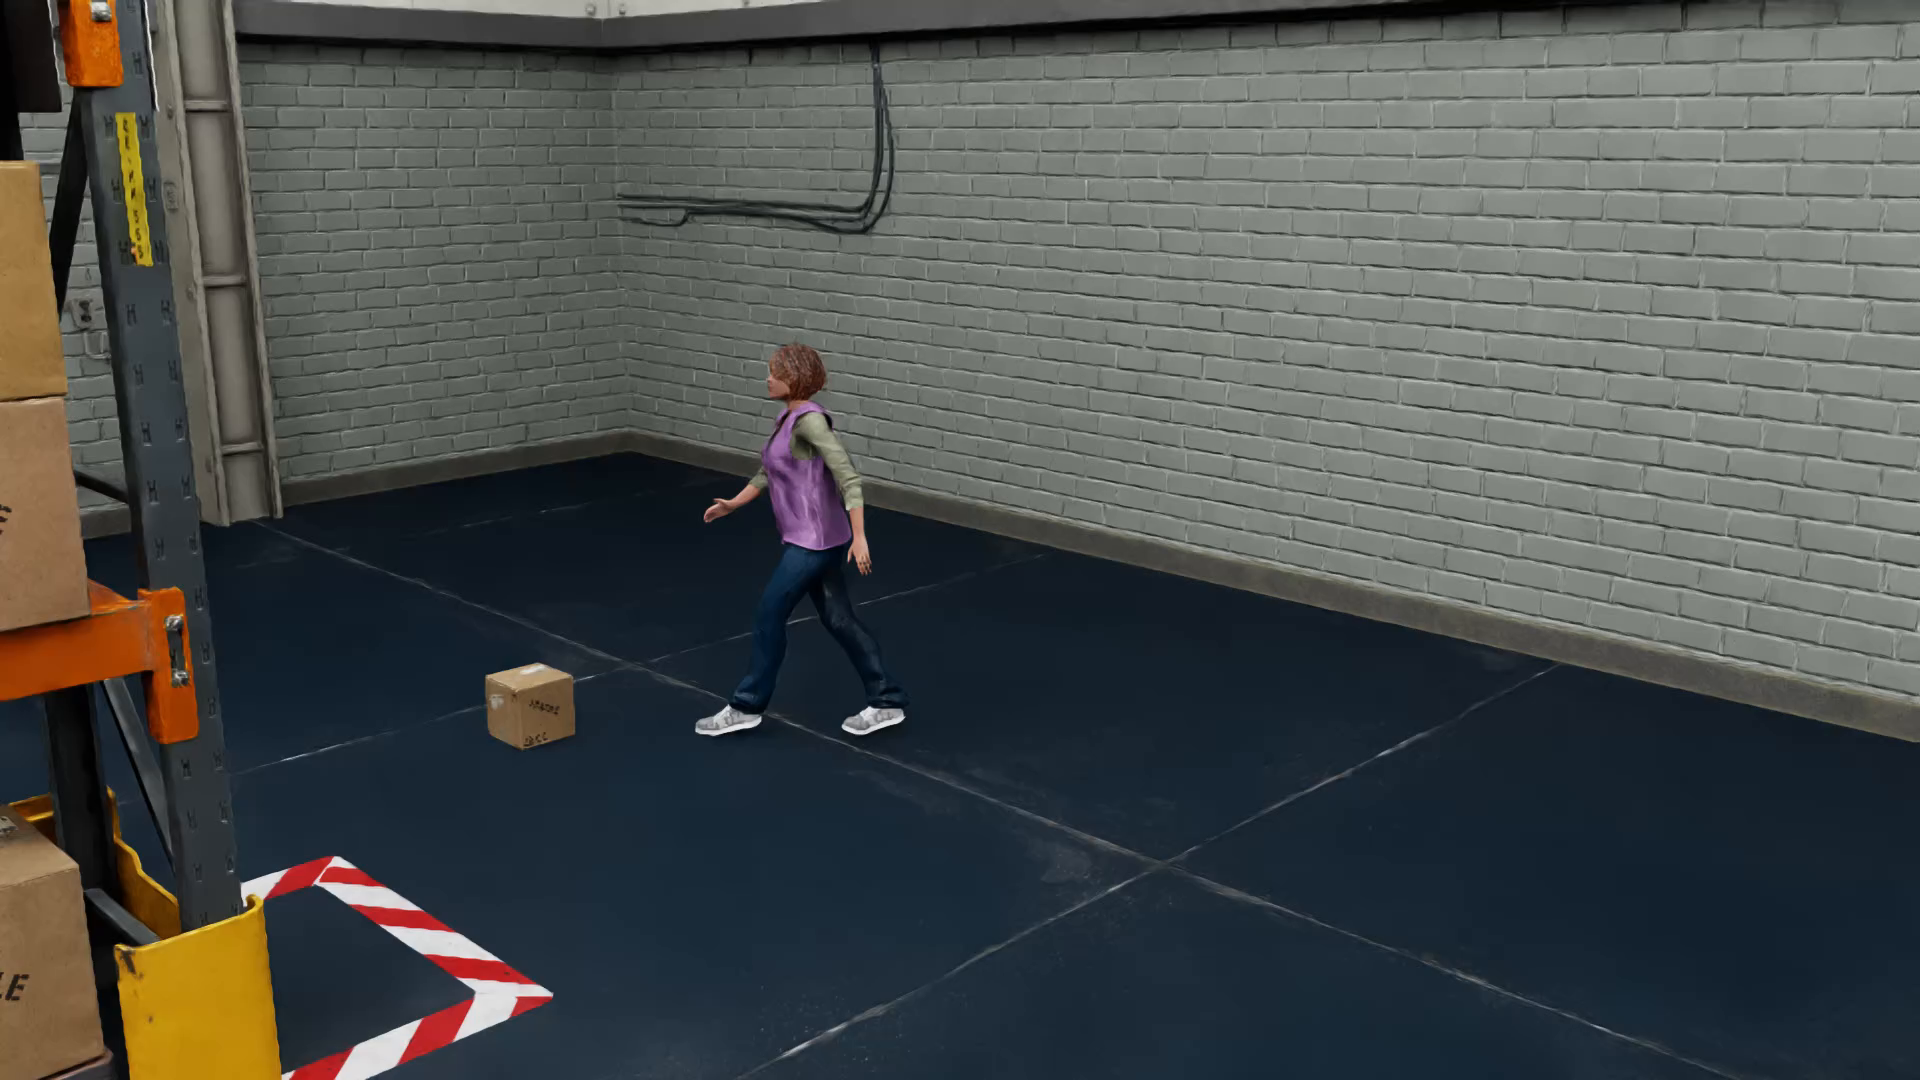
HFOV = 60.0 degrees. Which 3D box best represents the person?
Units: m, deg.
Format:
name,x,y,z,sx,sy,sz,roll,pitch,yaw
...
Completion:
name,x,y,z,sx,sy,sz,roll,pitch,yaw
person,-0.630,0.025,6.467,0.856,1.545,0.578,-2,14,-8
